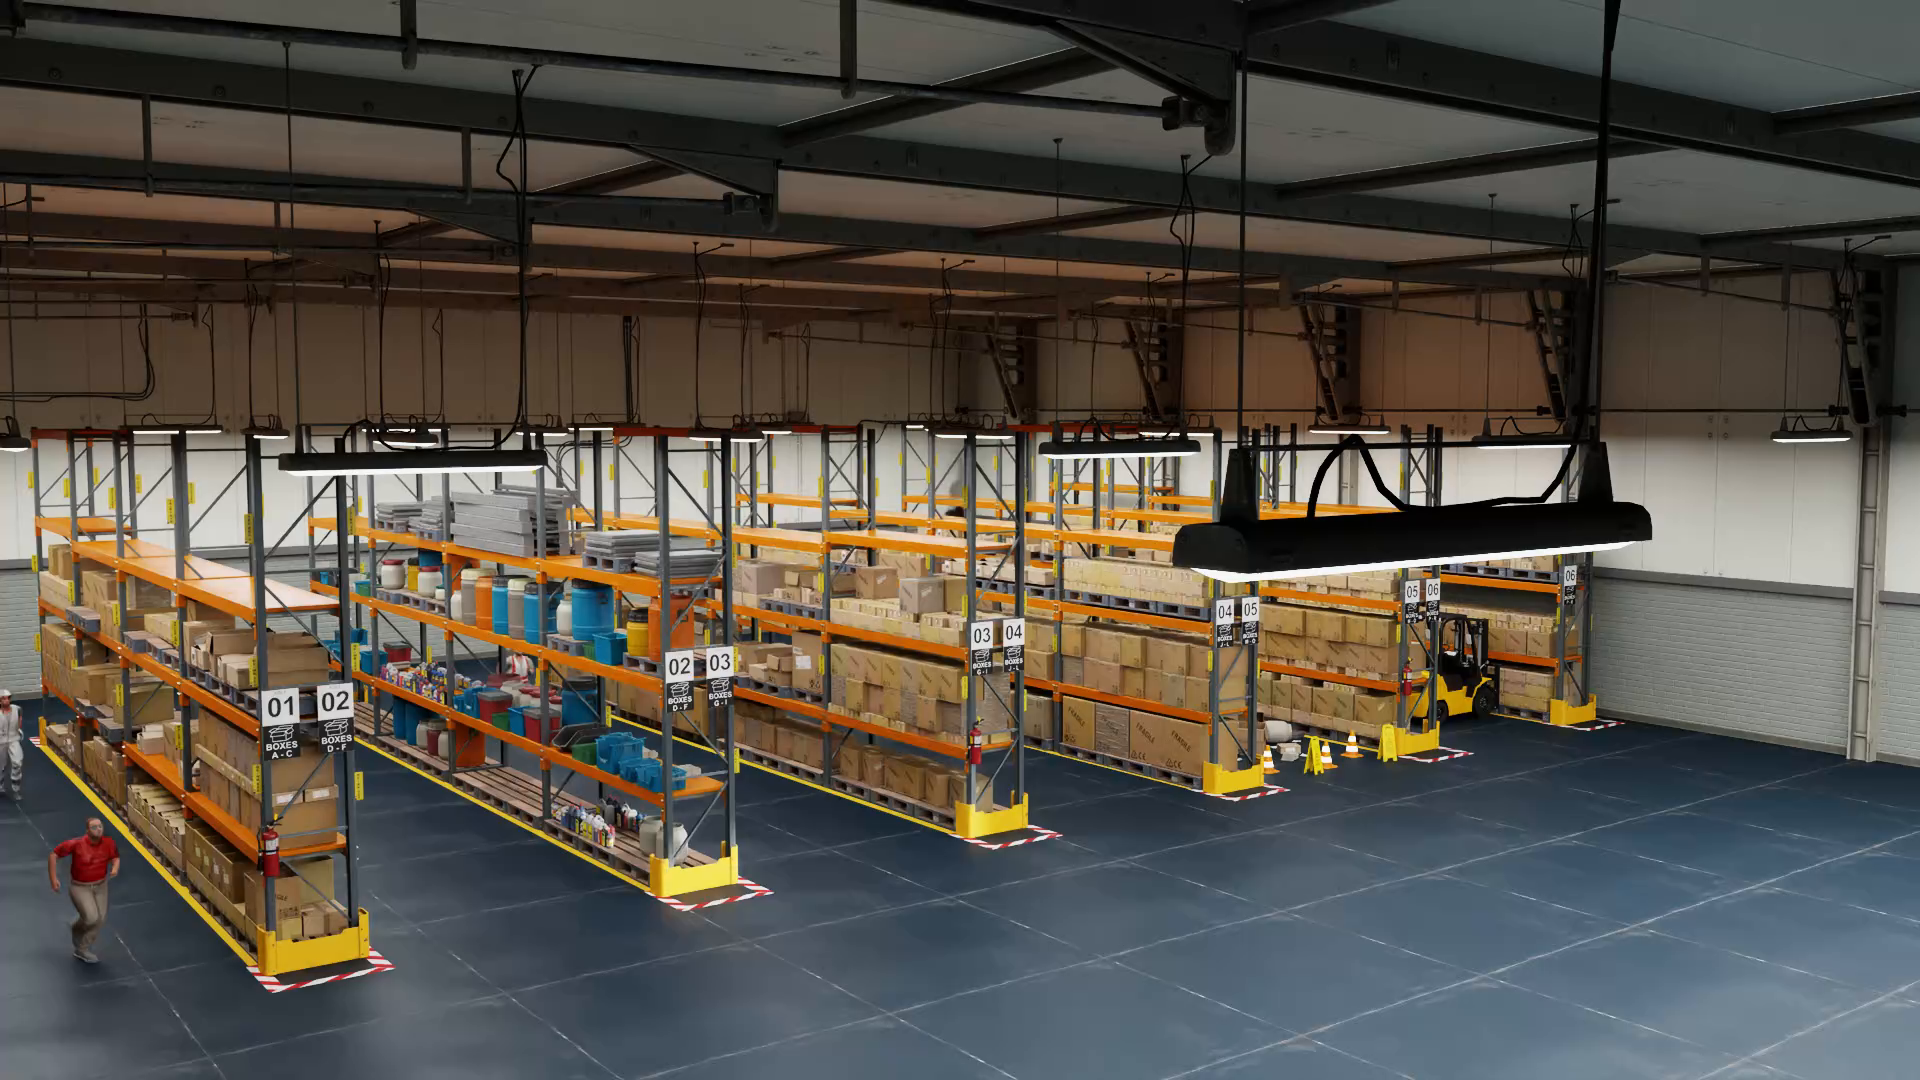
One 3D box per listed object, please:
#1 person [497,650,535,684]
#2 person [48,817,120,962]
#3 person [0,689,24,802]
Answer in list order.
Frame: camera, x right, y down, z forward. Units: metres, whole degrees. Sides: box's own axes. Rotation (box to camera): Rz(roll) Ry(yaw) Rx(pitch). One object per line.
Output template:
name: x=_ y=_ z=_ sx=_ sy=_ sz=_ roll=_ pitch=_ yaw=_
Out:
person: x=-8.603 y=2.893 z=32.433 sx=0.769 sy=1.839 sz=0.647 roll=4 pitch=6 yaw=43
person: x=-9.925 y=4.006 z=19.001 sx=0.657 sy=1.678 sz=0.706 roll=3 pitch=5 yaw=35
person: x=-15.491 y=3.324 z=26.981 sx=0.588 sy=1.831 sz=0.835 roll=-4 pitch=6 yaw=-39
